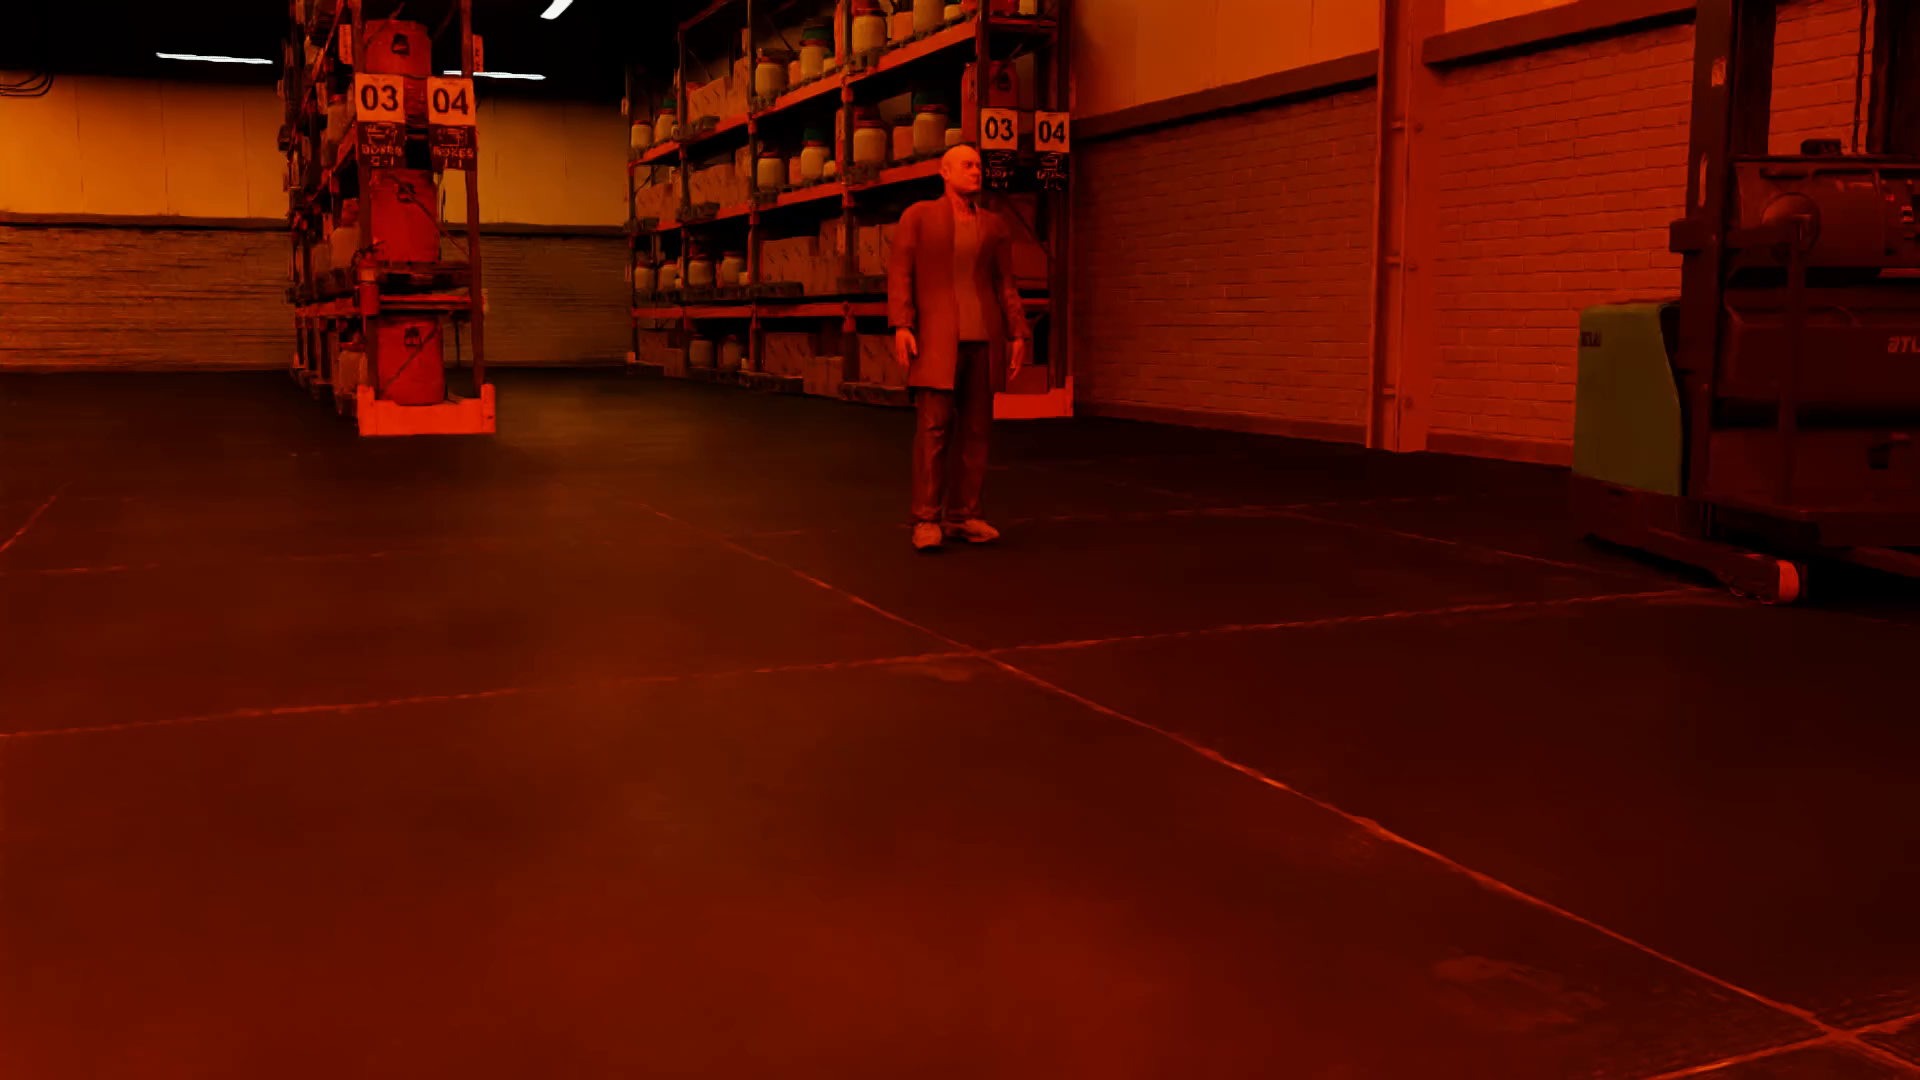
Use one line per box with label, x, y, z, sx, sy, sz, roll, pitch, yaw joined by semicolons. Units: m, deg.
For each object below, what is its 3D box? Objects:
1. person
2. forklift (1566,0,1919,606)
person;0.032;-0.878;7.452;0.694;1.776;0.580;-3;8;-23
forklift;3.374;-1.262;6.015;1.130;2.935;3.031;0;8;-4
